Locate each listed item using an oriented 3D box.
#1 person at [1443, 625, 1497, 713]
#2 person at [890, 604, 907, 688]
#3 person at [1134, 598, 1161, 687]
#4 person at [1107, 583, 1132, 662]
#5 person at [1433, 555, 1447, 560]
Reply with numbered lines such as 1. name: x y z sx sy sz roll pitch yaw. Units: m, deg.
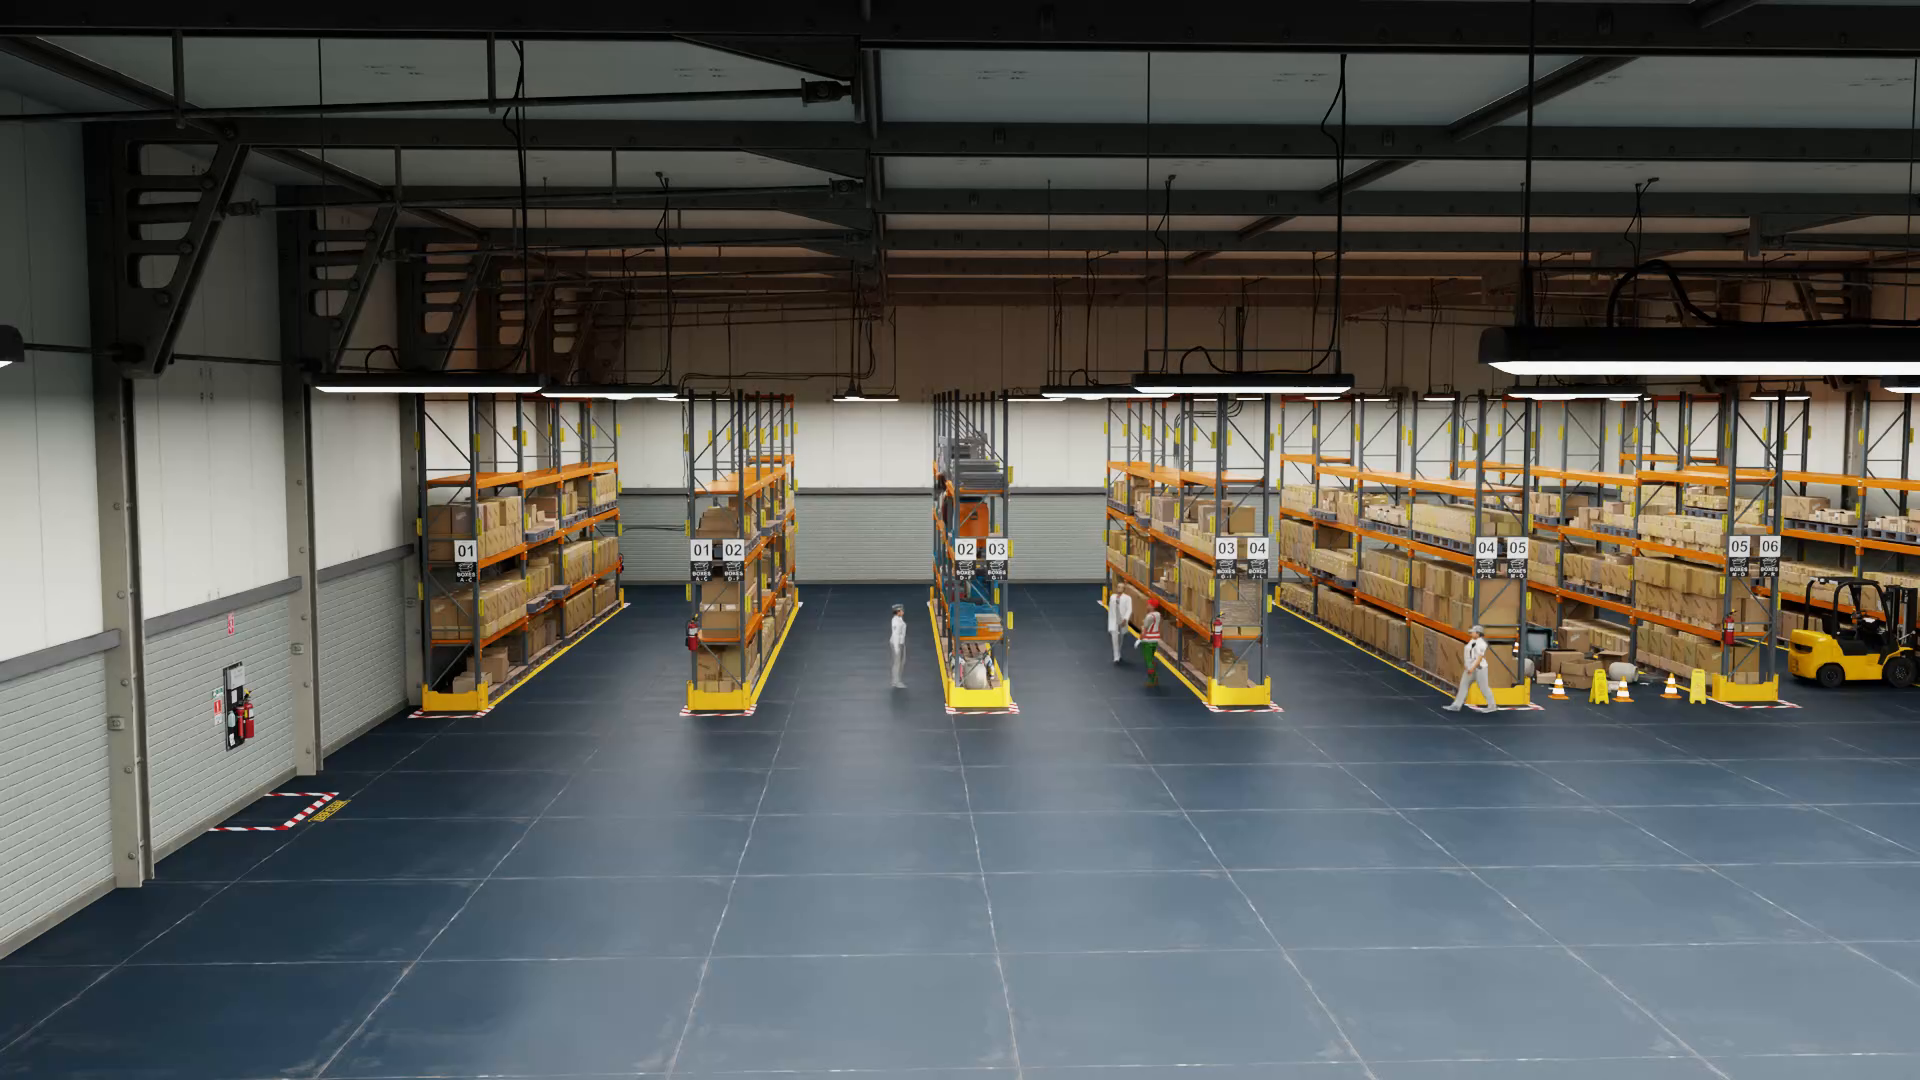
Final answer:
1. person: 9.465 2.388 30.757 0.939 1.612 0.571 -1 5 -8
2. person: -1.249 2.169 33.668 0.340 1.760 0.558 1 5 10
3. person: 3.820 2.082 33.721 0.635 1.811 0.468 -4 6 -40
4. person: 3.554 1.820 36.975 0.544 1.711 1.125 0 5 -5
5. person: 14.246 0.827 49.215 0.866 1.723 0.565 0 5 -6
